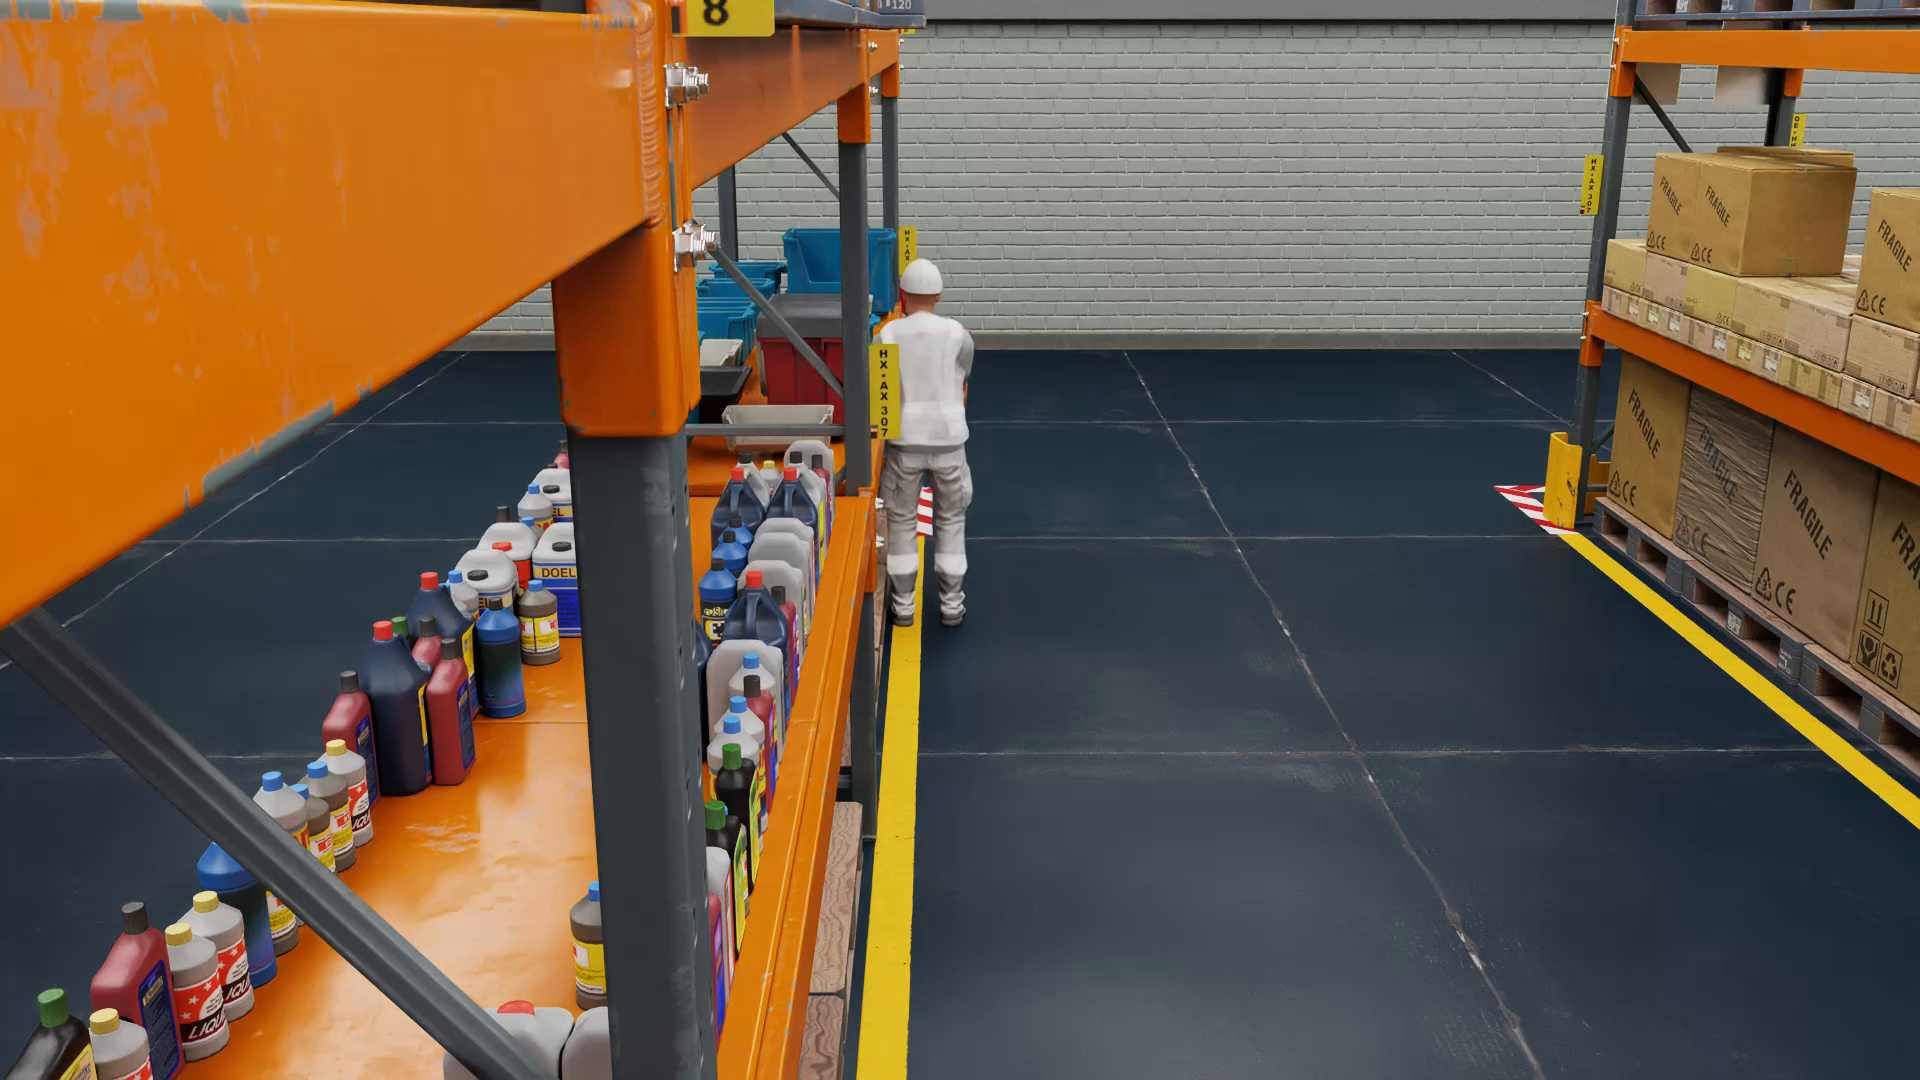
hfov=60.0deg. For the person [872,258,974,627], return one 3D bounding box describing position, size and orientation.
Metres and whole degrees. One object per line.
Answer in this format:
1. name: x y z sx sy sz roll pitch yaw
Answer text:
1. person: -0.181 -0.483 8.098 0.495 1.781 0.564 -1 17 -2
